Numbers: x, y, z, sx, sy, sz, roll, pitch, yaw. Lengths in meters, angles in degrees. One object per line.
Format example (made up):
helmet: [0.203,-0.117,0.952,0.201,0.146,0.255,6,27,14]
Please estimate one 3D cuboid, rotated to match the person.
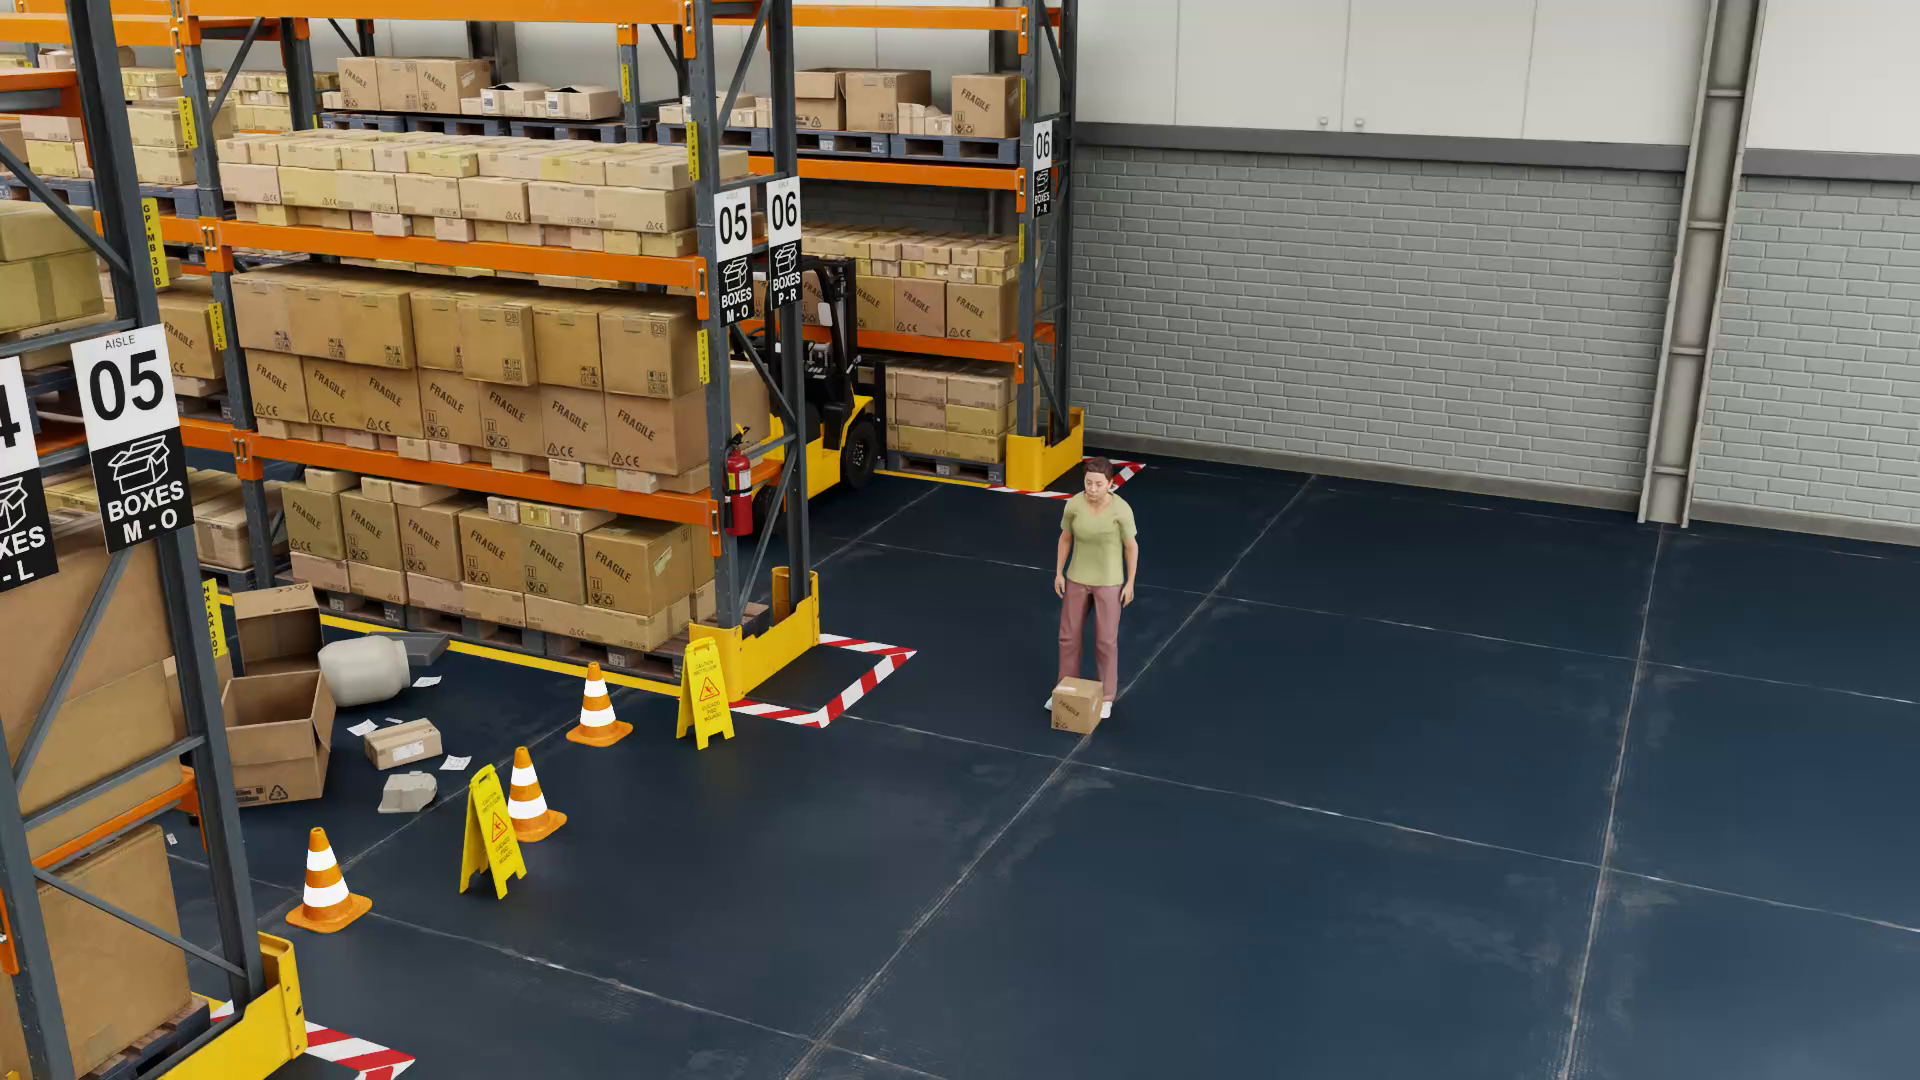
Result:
person: [0.824,0.276,10.273,0.521,1.672,0.351,7,20,20]
